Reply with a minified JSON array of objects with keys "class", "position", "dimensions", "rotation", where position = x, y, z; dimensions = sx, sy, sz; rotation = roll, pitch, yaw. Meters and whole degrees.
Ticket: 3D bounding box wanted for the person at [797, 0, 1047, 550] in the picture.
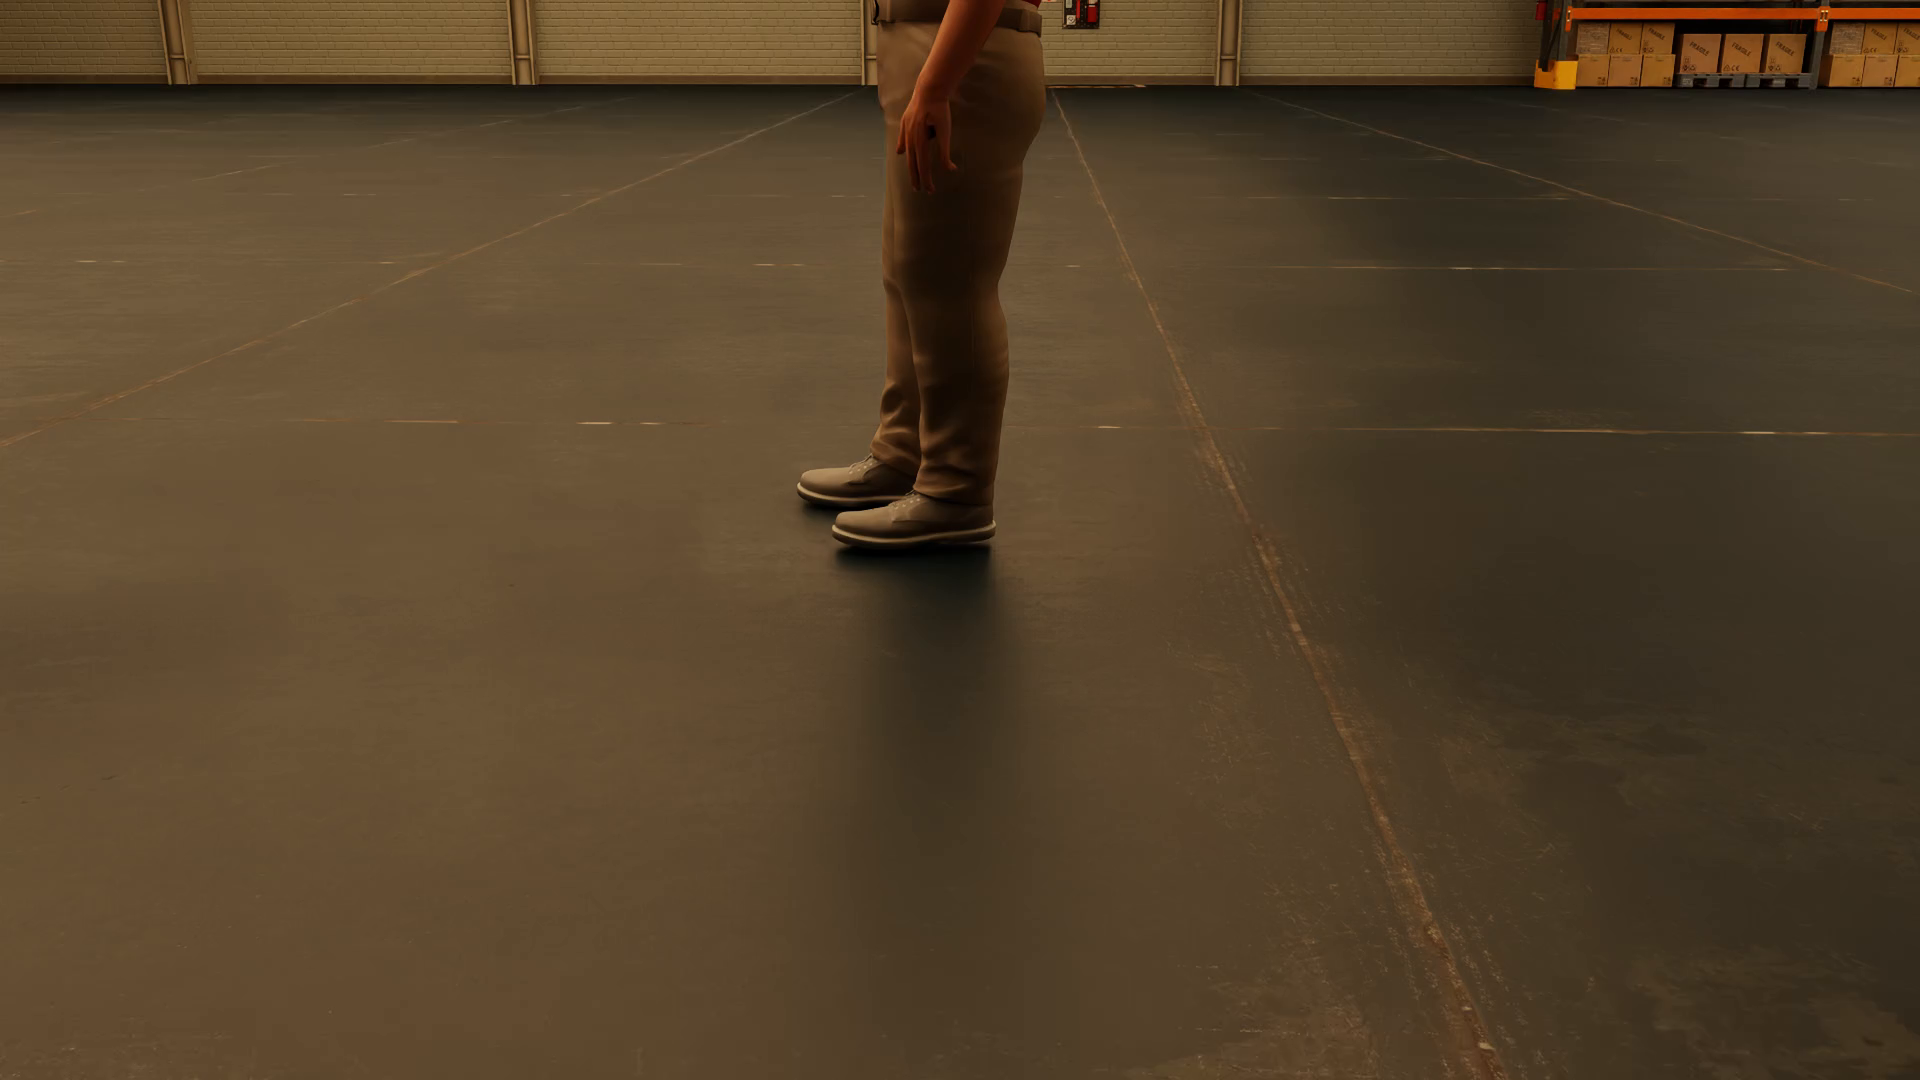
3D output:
[{"class":"person","position":[-0.089,-0.837,3.128],"dimensions":[0.551,1.727,0.640],"rotation":[1,17,2]}]
